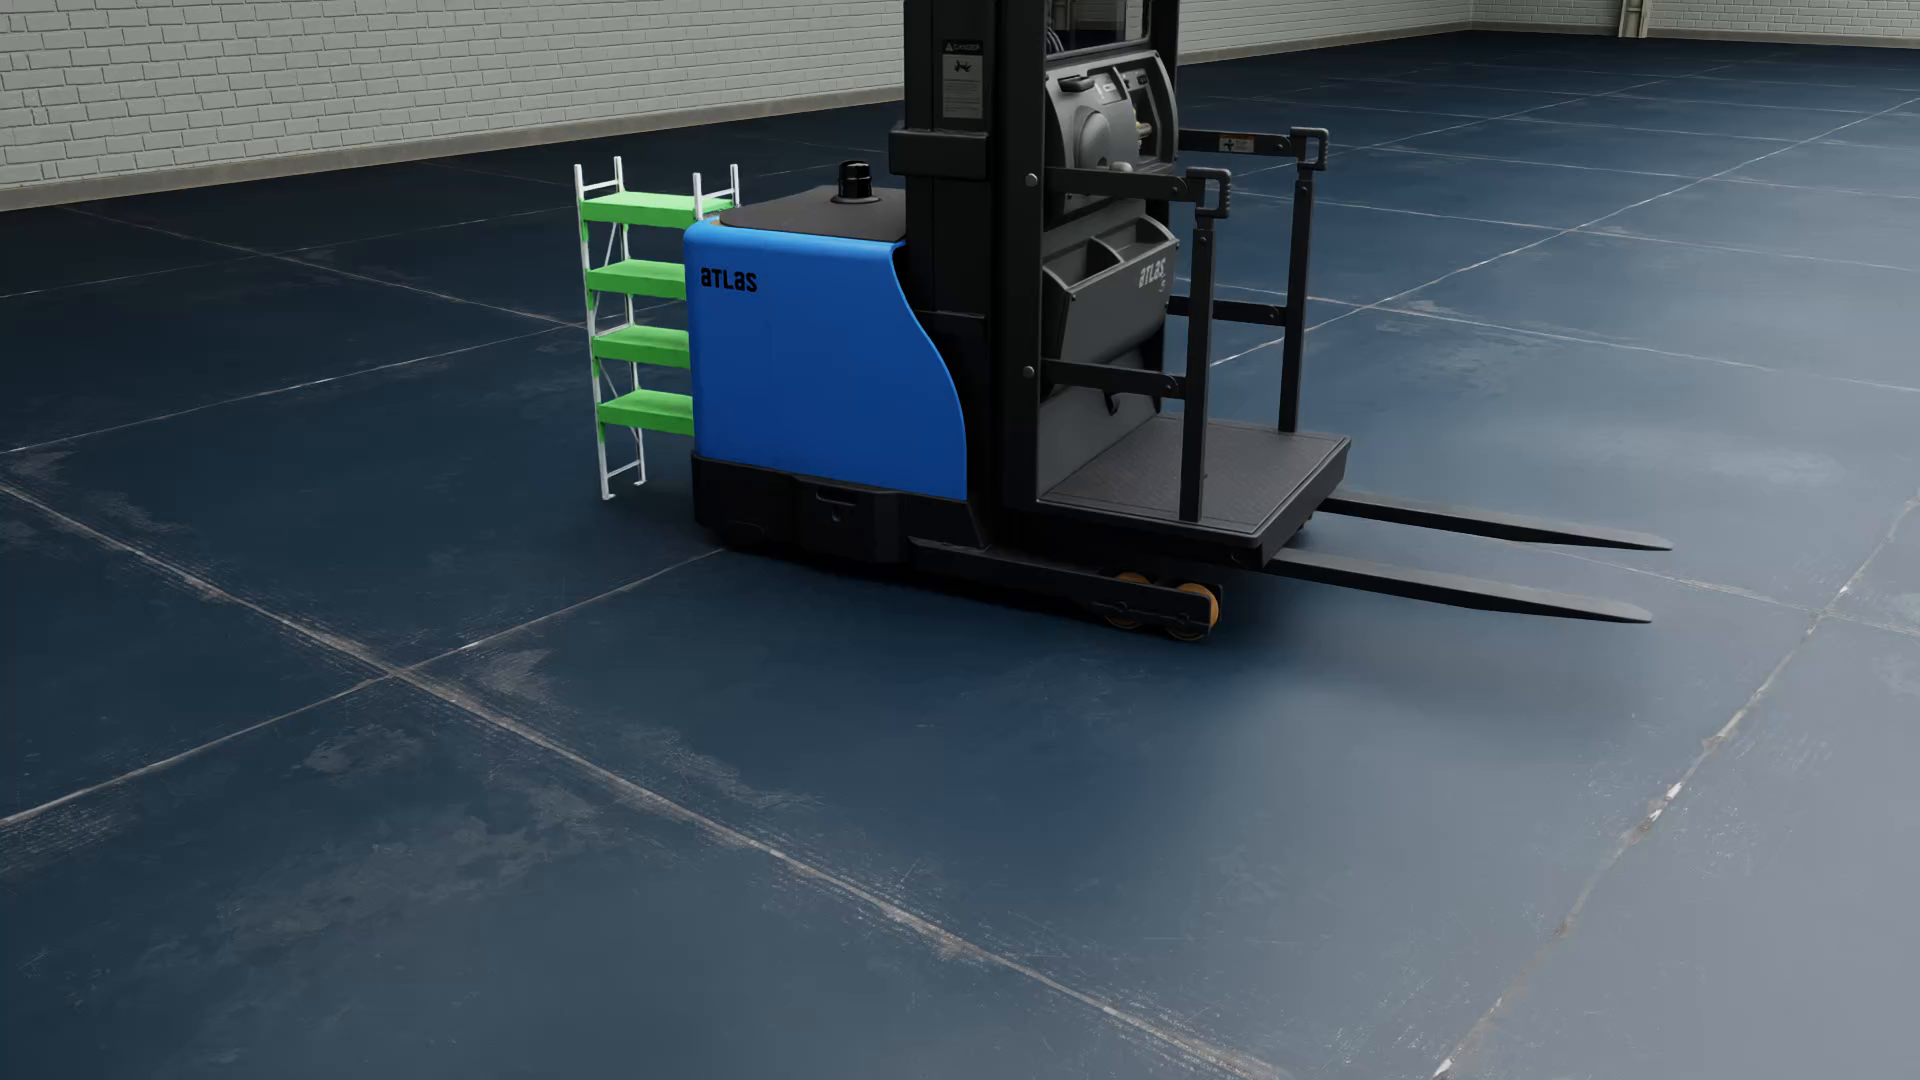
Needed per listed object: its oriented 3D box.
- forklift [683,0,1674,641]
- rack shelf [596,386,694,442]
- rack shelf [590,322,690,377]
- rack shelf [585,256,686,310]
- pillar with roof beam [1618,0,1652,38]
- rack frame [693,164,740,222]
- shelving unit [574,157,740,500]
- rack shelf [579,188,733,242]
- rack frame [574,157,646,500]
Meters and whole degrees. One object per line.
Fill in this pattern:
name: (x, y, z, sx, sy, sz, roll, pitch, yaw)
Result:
forklift: (0.649, -1.289, 4.932, 3.031, 2.935, 1.130, 10, 23, 25)
rack shelf: (-1.026, -0.424, 5.948, 0.480, 0.148, 0.258, 10, 23, 25)
rack shelf: (-1.027, -0.649, 5.864, 0.480, 0.148, 0.258, 10, 23, 25)
rack shelf: (-1.029, -0.874, 5.780, 0.480, 0.148, 0.258, 10, 23, 25)
pillar with roof beam: (8.864, -11.701, 23.945, 0.400, 9.000, 9.100, 16, 26, 36)
rack frame: (-0.810, -0.671, 5.739, 0.015, 1.200, 0.240, 10, 23, 25)
shelving unit: (-1.028, -0.709, 5.842, 0.503, 1.200, 0.258, 10, 23, 25)
rack shelf: (-1.030, -1.098, 5.696, 0.480, 0.148, 0.258, 10, 23, 25)
rack frame: (-1.246, -0.746, 5.945, 0.015, 1.200, 0.240, 10, 23, 25)
